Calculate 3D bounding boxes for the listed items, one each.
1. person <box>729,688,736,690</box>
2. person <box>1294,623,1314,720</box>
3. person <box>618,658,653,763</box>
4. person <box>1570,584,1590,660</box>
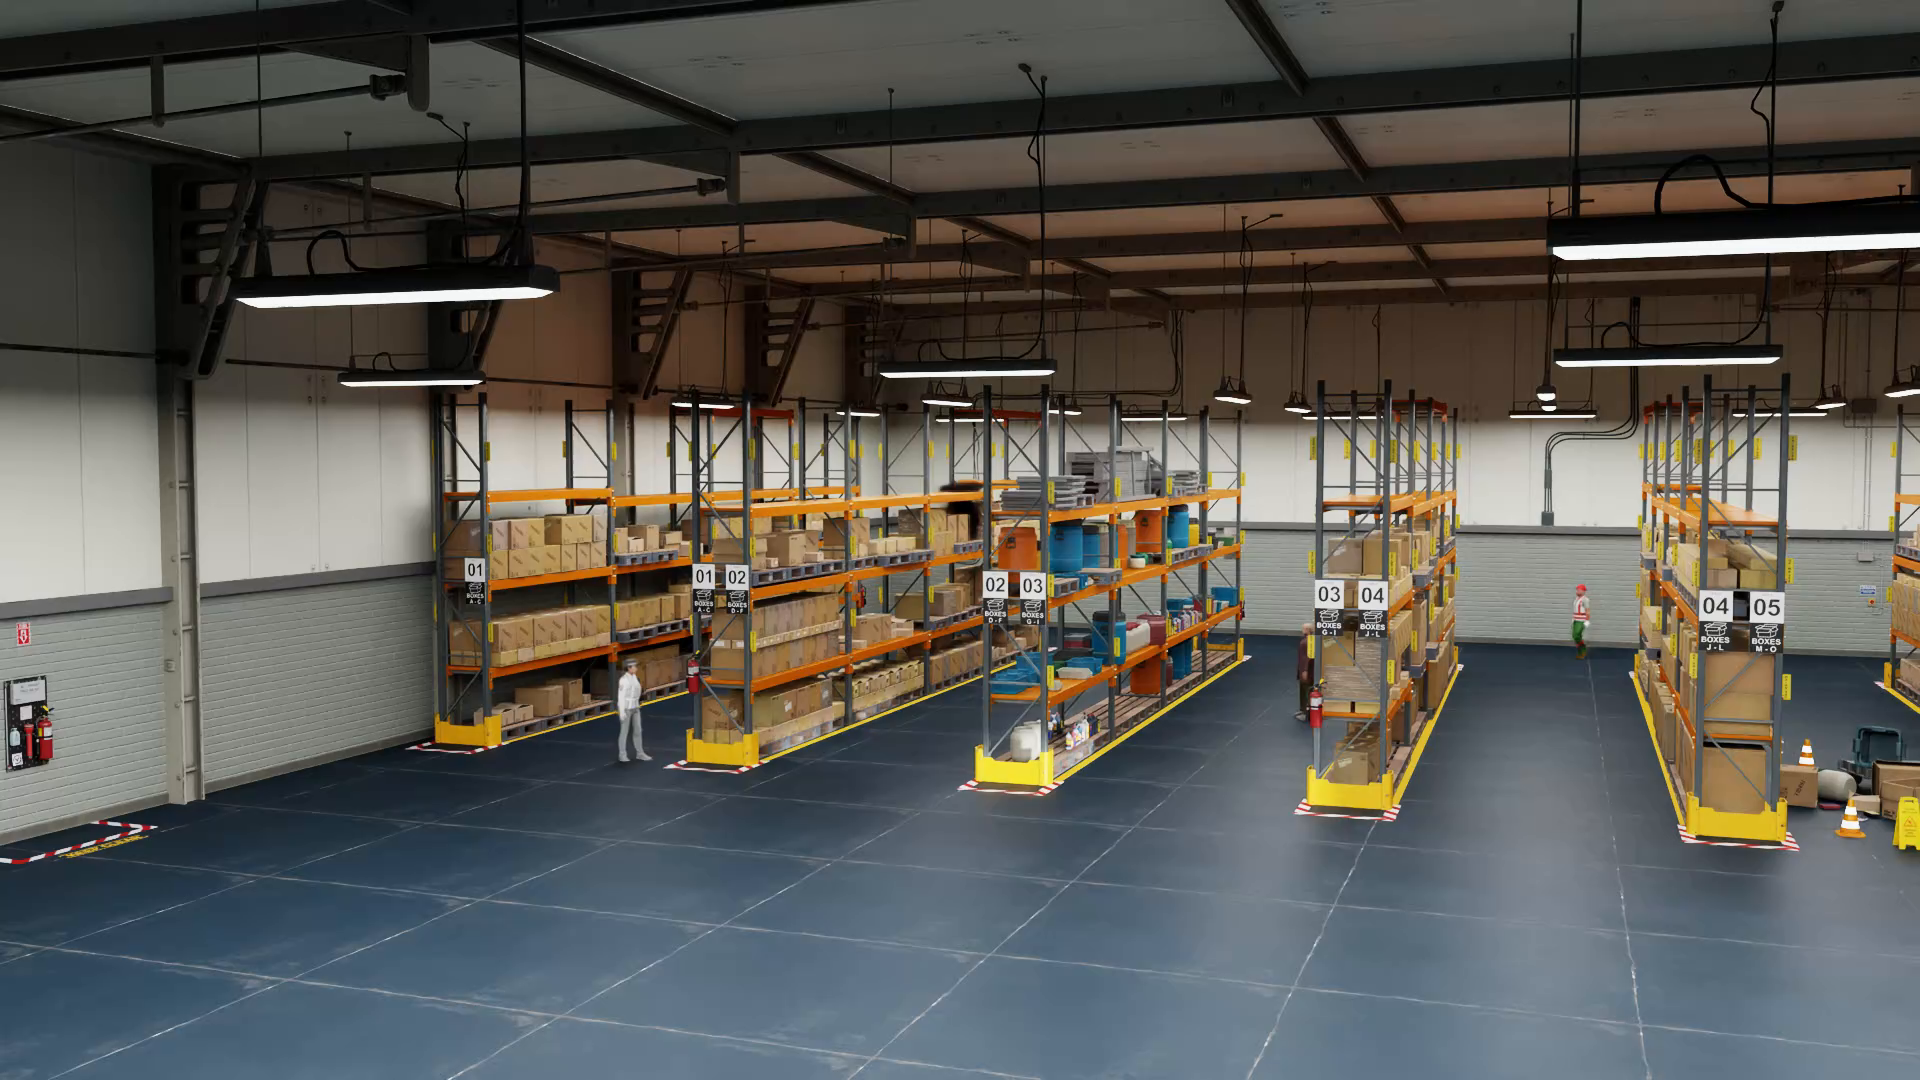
[{"bbox_3d":[-4.097,2.529,30.884,0.405,1.676,0.470,1,3,22],"label":"person"},{"bbox_3d":[6.469,2.446,31.132,0.423,1.787,0.609,0,3,-1],"label":"person"},{"bbox_3d":[-5.278,2.748,26.829,0.464,1.688,0.554,1,3,22],"label":"person"},{"bbox_3d":[14.877,1.974,40.024,0.433,1.810,0.541,0,3,-8],"label":"person"}]
